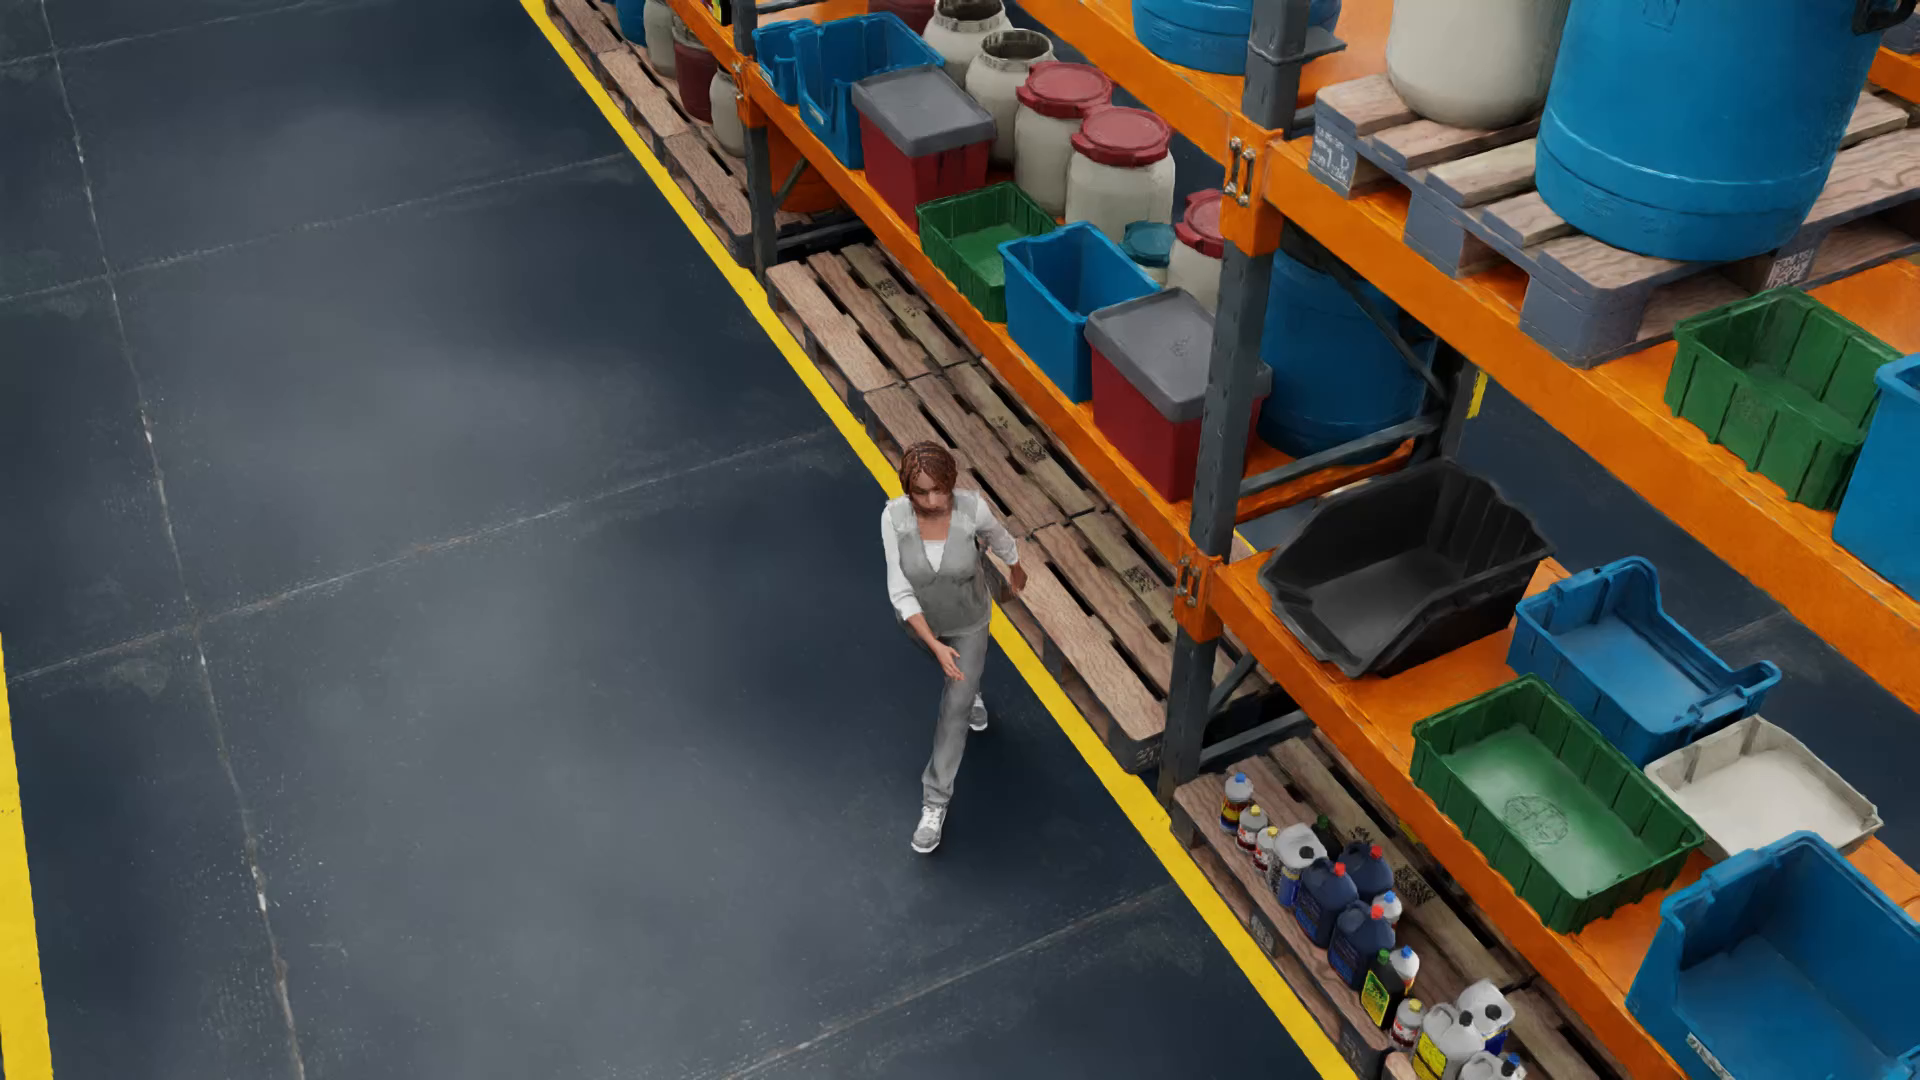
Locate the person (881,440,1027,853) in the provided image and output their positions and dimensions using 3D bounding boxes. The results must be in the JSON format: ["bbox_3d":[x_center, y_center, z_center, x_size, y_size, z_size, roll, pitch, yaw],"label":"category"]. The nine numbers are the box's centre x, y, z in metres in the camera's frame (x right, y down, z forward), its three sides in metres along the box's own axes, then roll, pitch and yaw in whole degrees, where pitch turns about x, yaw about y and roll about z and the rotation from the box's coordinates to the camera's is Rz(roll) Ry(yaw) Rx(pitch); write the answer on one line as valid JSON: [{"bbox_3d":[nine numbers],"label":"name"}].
[{"bbox_3d":[-0.034,0.305,5.826,0.474,1.523,0.919,5,42,6],"label":"person"}]
